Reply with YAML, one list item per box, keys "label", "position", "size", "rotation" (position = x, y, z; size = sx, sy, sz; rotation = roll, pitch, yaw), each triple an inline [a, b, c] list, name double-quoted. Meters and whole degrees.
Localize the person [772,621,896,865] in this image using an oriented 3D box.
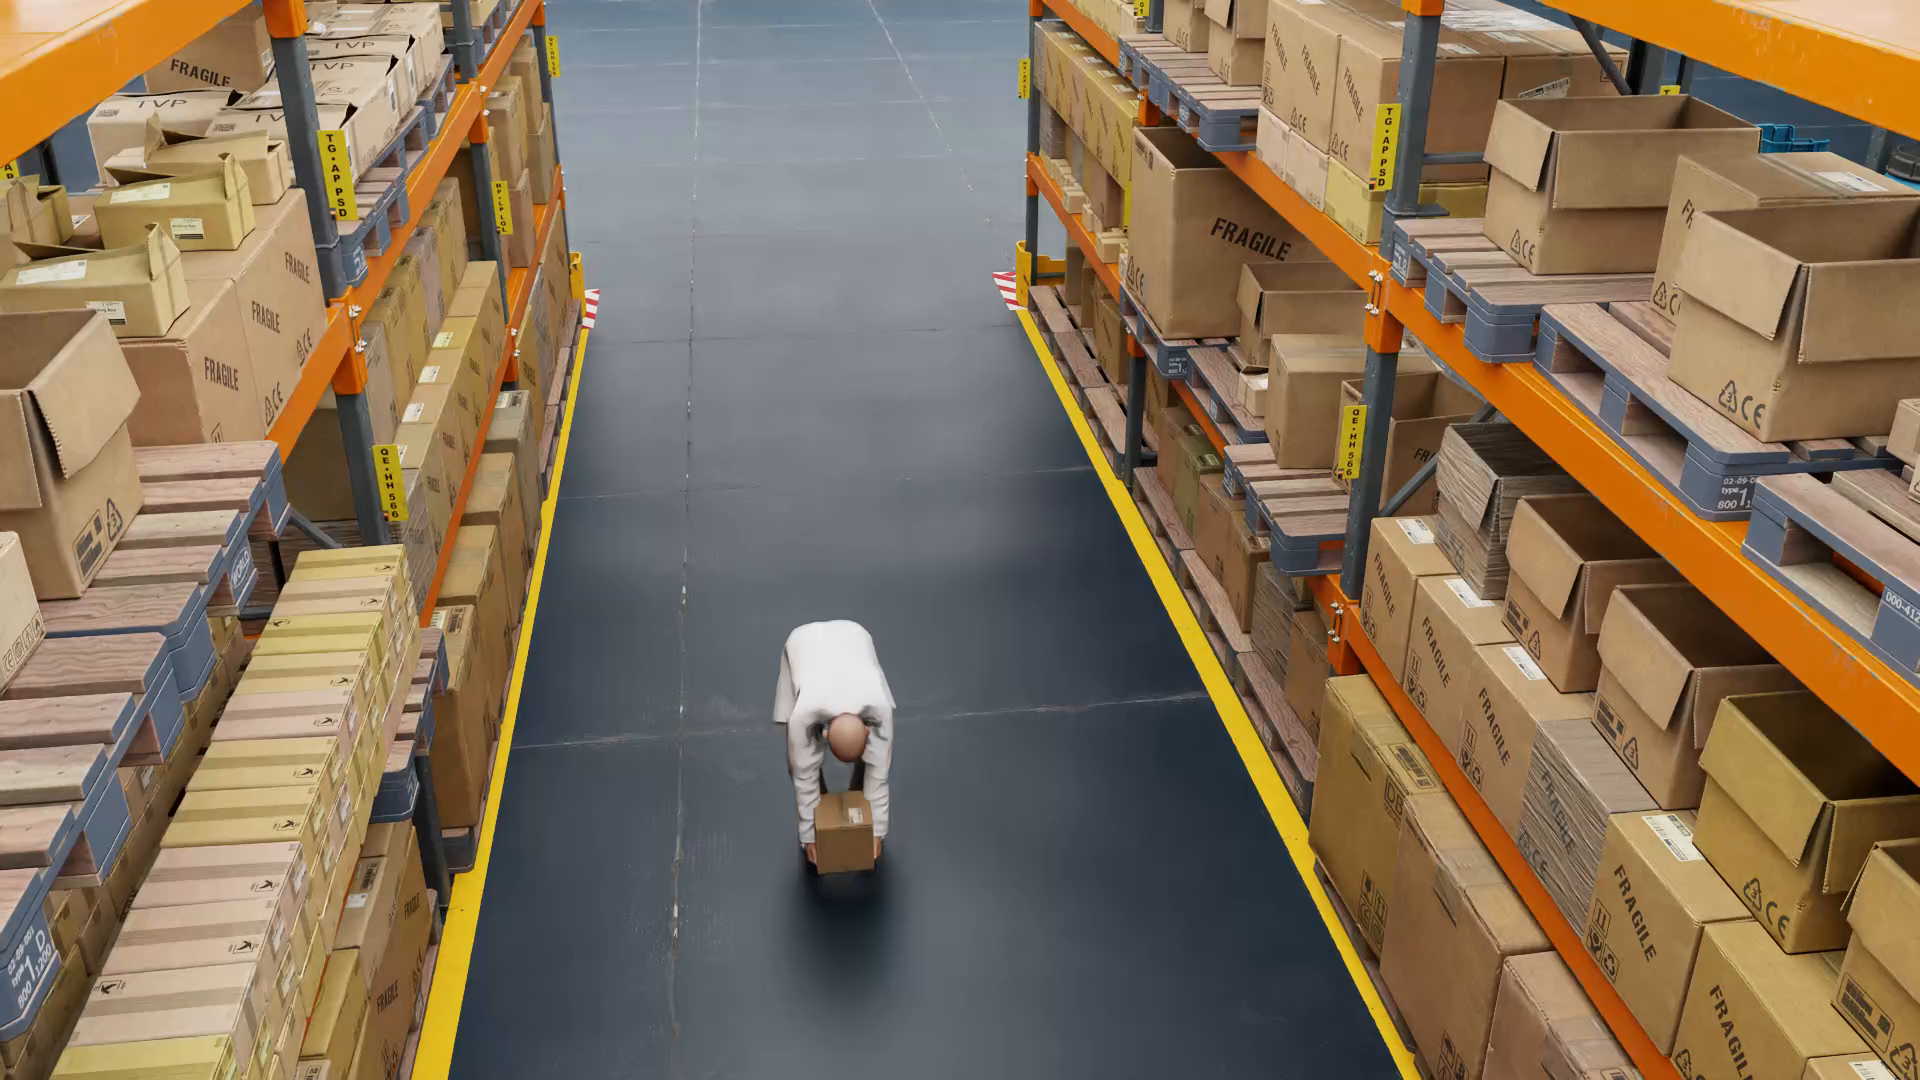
- label: "person"
  position: [-0.540, 0.963, 7.488]
  size: [0.575, 1.090, 0.950]
  rotation: [-5, 27, -9]
